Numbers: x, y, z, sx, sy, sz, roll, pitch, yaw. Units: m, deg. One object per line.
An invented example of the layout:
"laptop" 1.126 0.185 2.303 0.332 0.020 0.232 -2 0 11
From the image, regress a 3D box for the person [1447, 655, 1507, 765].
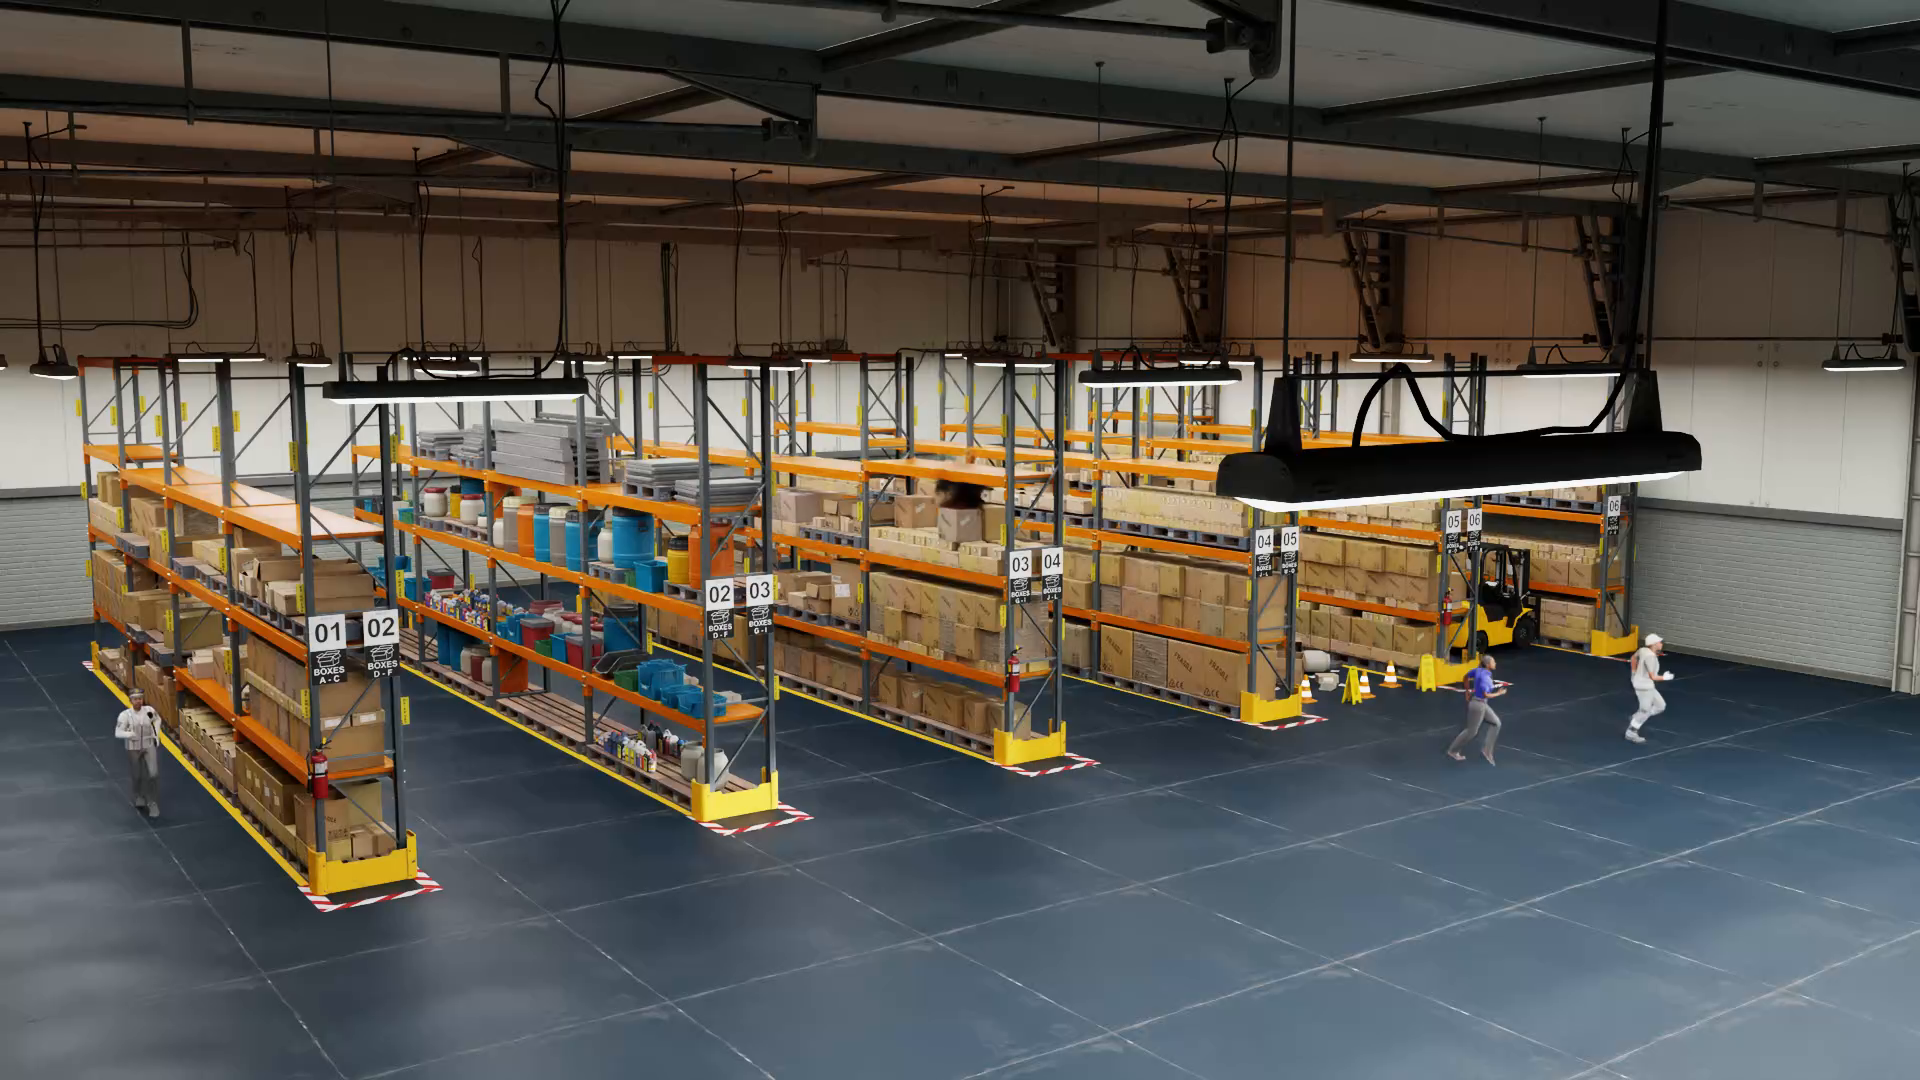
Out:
"person" 7.696 2.568 24.759 0.828 1.597 0.587 2 7 14

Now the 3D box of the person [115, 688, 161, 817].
"person" -10.923 2.819 22.170 0.594 1.753 0.753 -5 8 -33

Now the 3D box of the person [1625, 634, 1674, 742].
"person" 10.800 2.316 26.019 0.657 1.728 0.707 2 7 17
